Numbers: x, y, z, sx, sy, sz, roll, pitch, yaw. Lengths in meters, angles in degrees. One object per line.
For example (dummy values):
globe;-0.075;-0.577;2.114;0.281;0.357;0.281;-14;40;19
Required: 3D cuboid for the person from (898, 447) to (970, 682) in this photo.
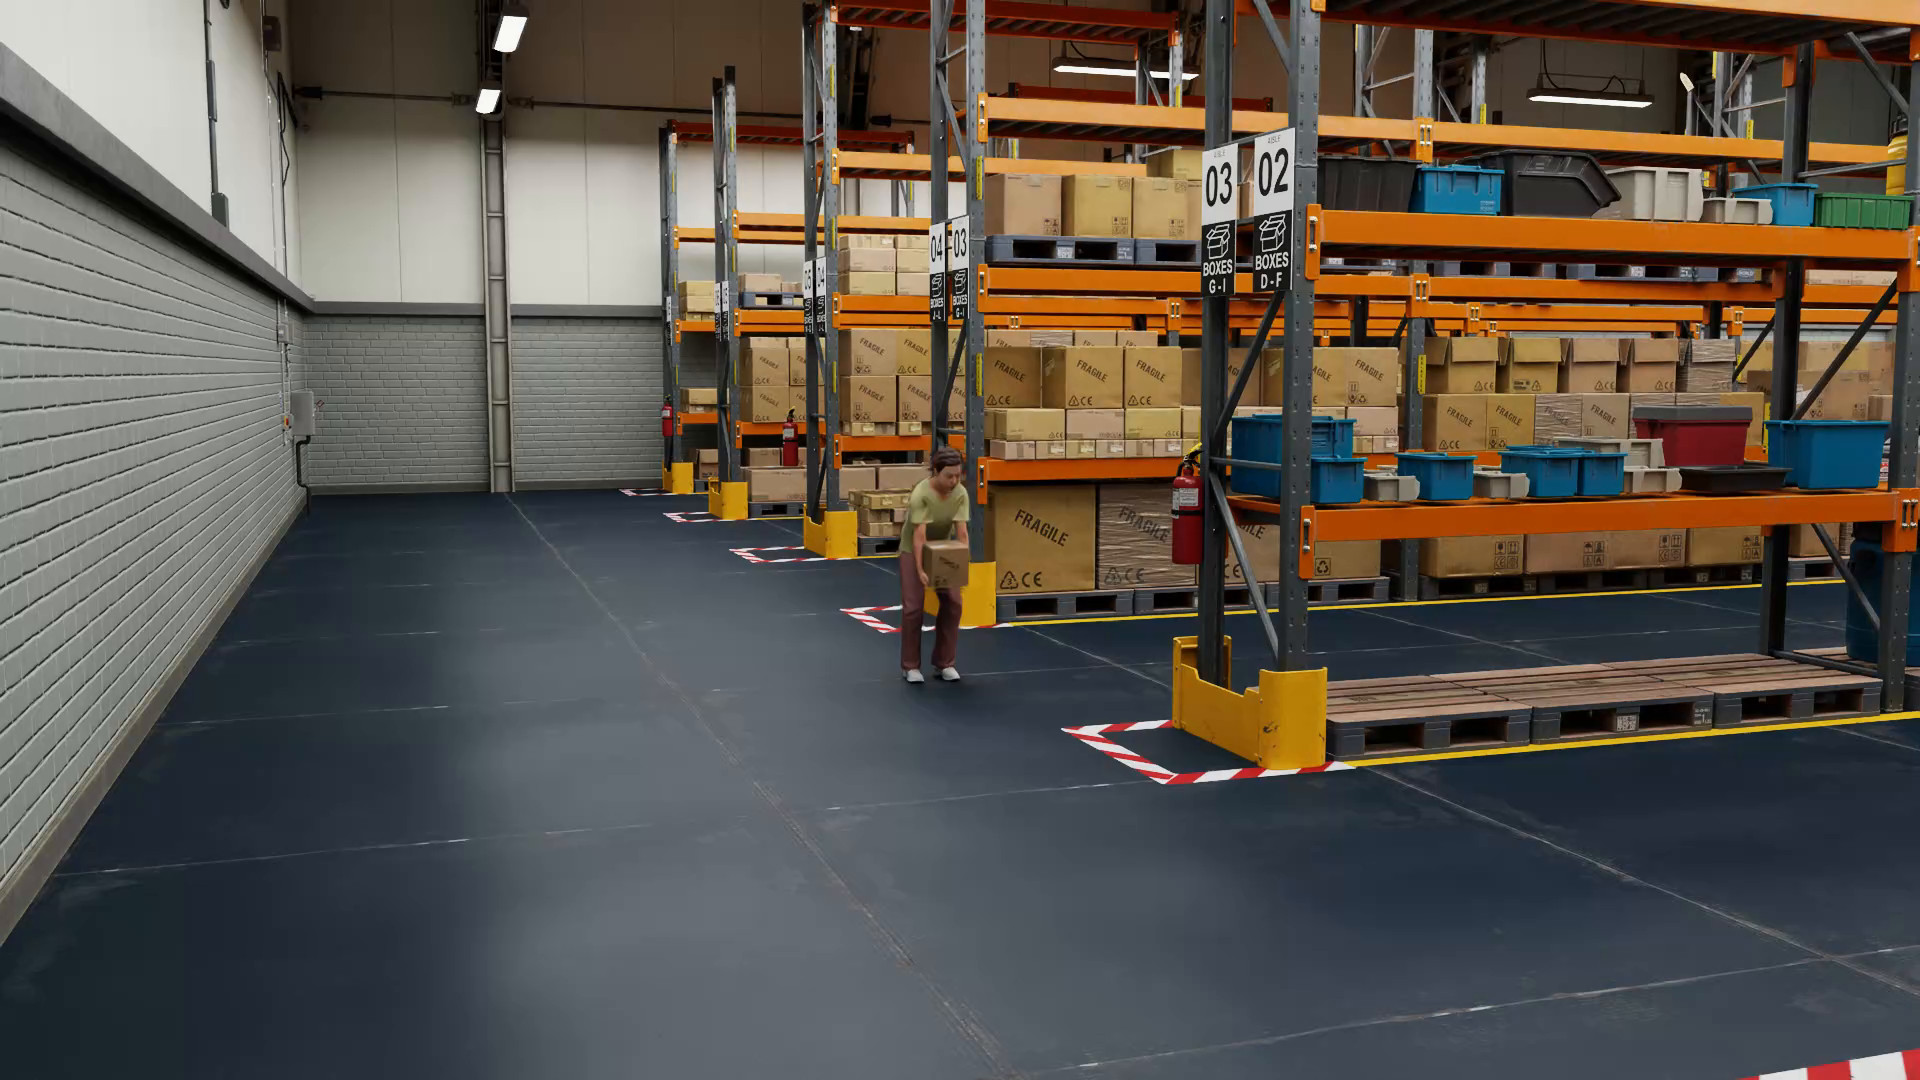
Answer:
person;-0.154;0.160;10.685;0.410;1.534;0.635;-2;6;-20
